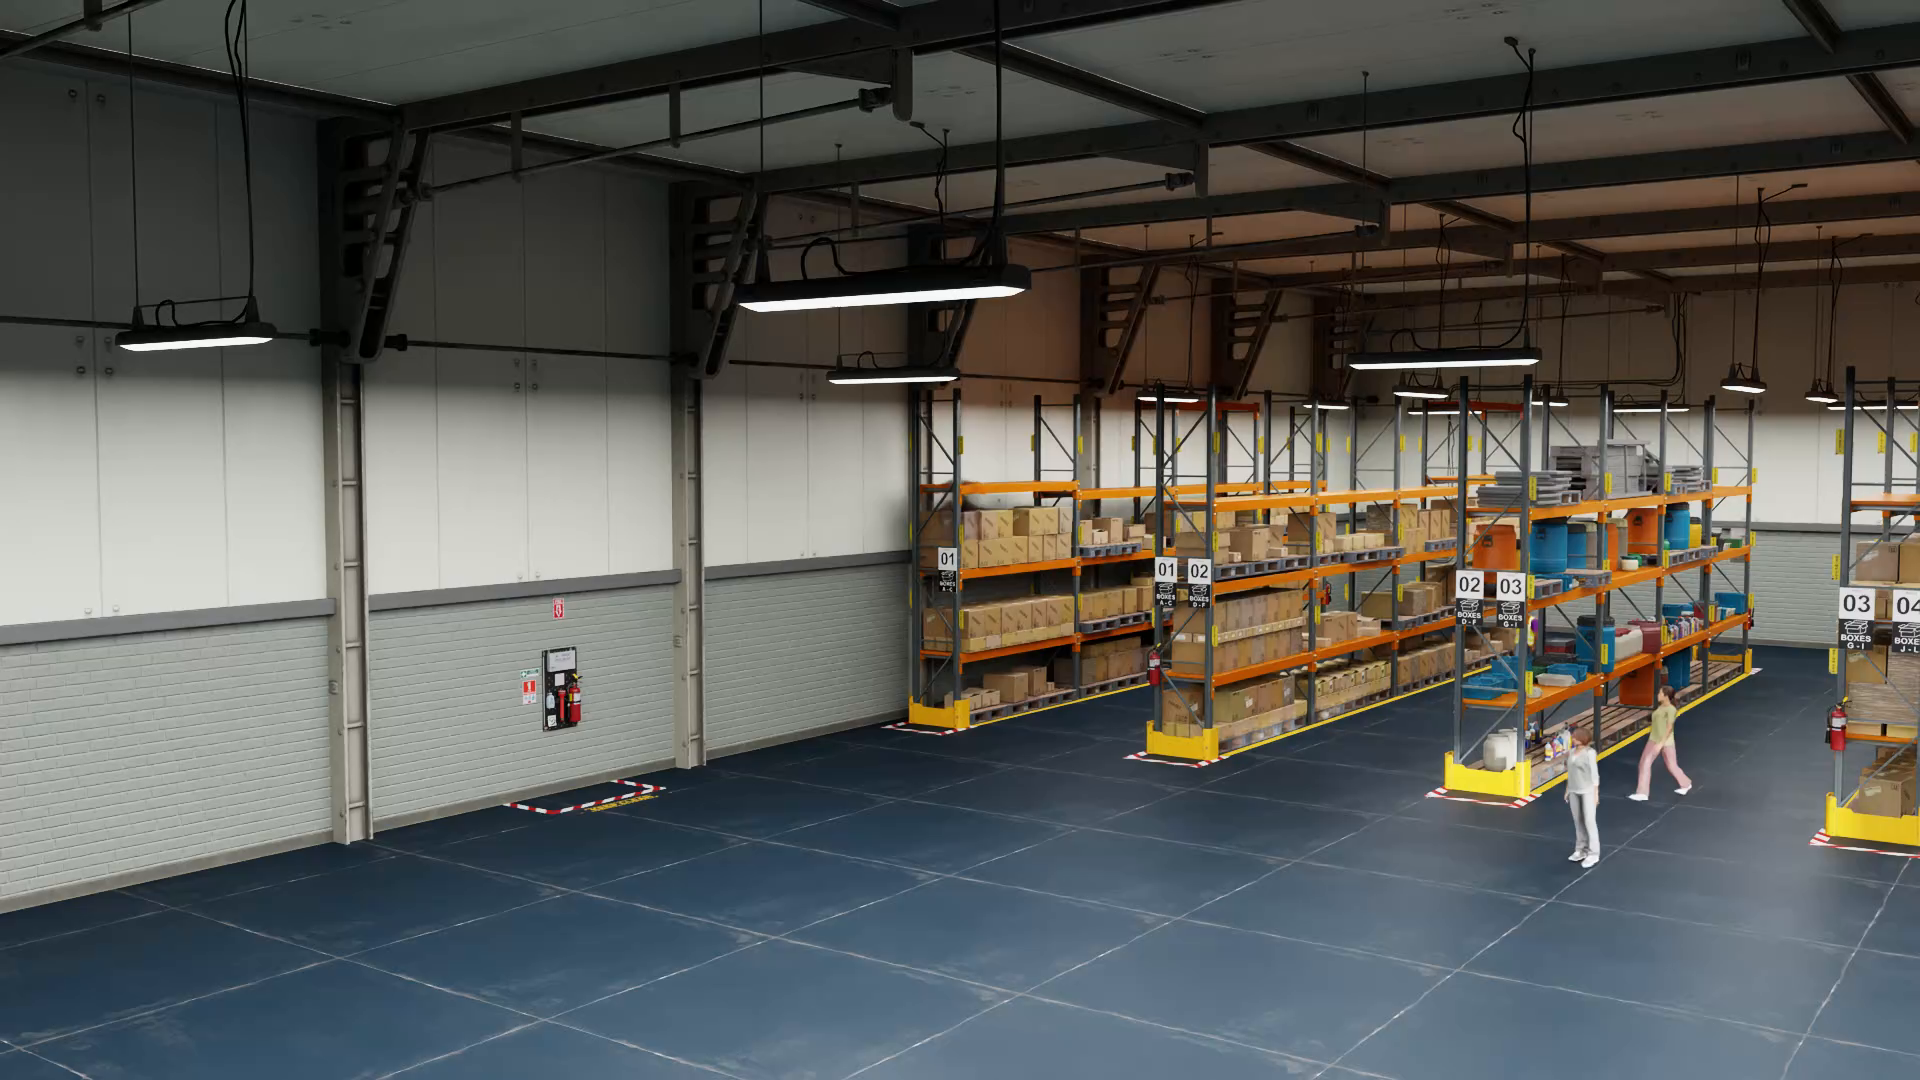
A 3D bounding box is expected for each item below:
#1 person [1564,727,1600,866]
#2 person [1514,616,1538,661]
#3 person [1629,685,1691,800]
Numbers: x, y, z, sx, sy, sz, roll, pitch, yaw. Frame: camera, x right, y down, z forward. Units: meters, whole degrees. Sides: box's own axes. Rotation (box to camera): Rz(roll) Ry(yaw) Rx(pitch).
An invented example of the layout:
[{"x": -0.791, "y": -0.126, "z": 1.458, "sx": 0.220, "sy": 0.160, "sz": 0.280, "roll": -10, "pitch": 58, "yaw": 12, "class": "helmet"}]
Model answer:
[{"x": 7.465, "y": 3.079, "z": 19.973, "sx": 0.388, "sy": 1.578, "sz": 0.506, "roll": -2, "pitch": 4, "yaw": -28, "class": "person"}, {"x": 11.766, "y": 2.178, "z": 34.596, "sx": 0.567, "sy": 1.724, "sz": 1.080, "roll": 2, "pitch": 4, "yaw": 31, "class": "person"}, {"x": 9.890, "y": 2.848, "z": 23.354, "sx": 1.027, "sy": 1.623, "sz": 0.426, "roll": -2, "pitch": 4, "yaw": -31, "class": "person"}]
